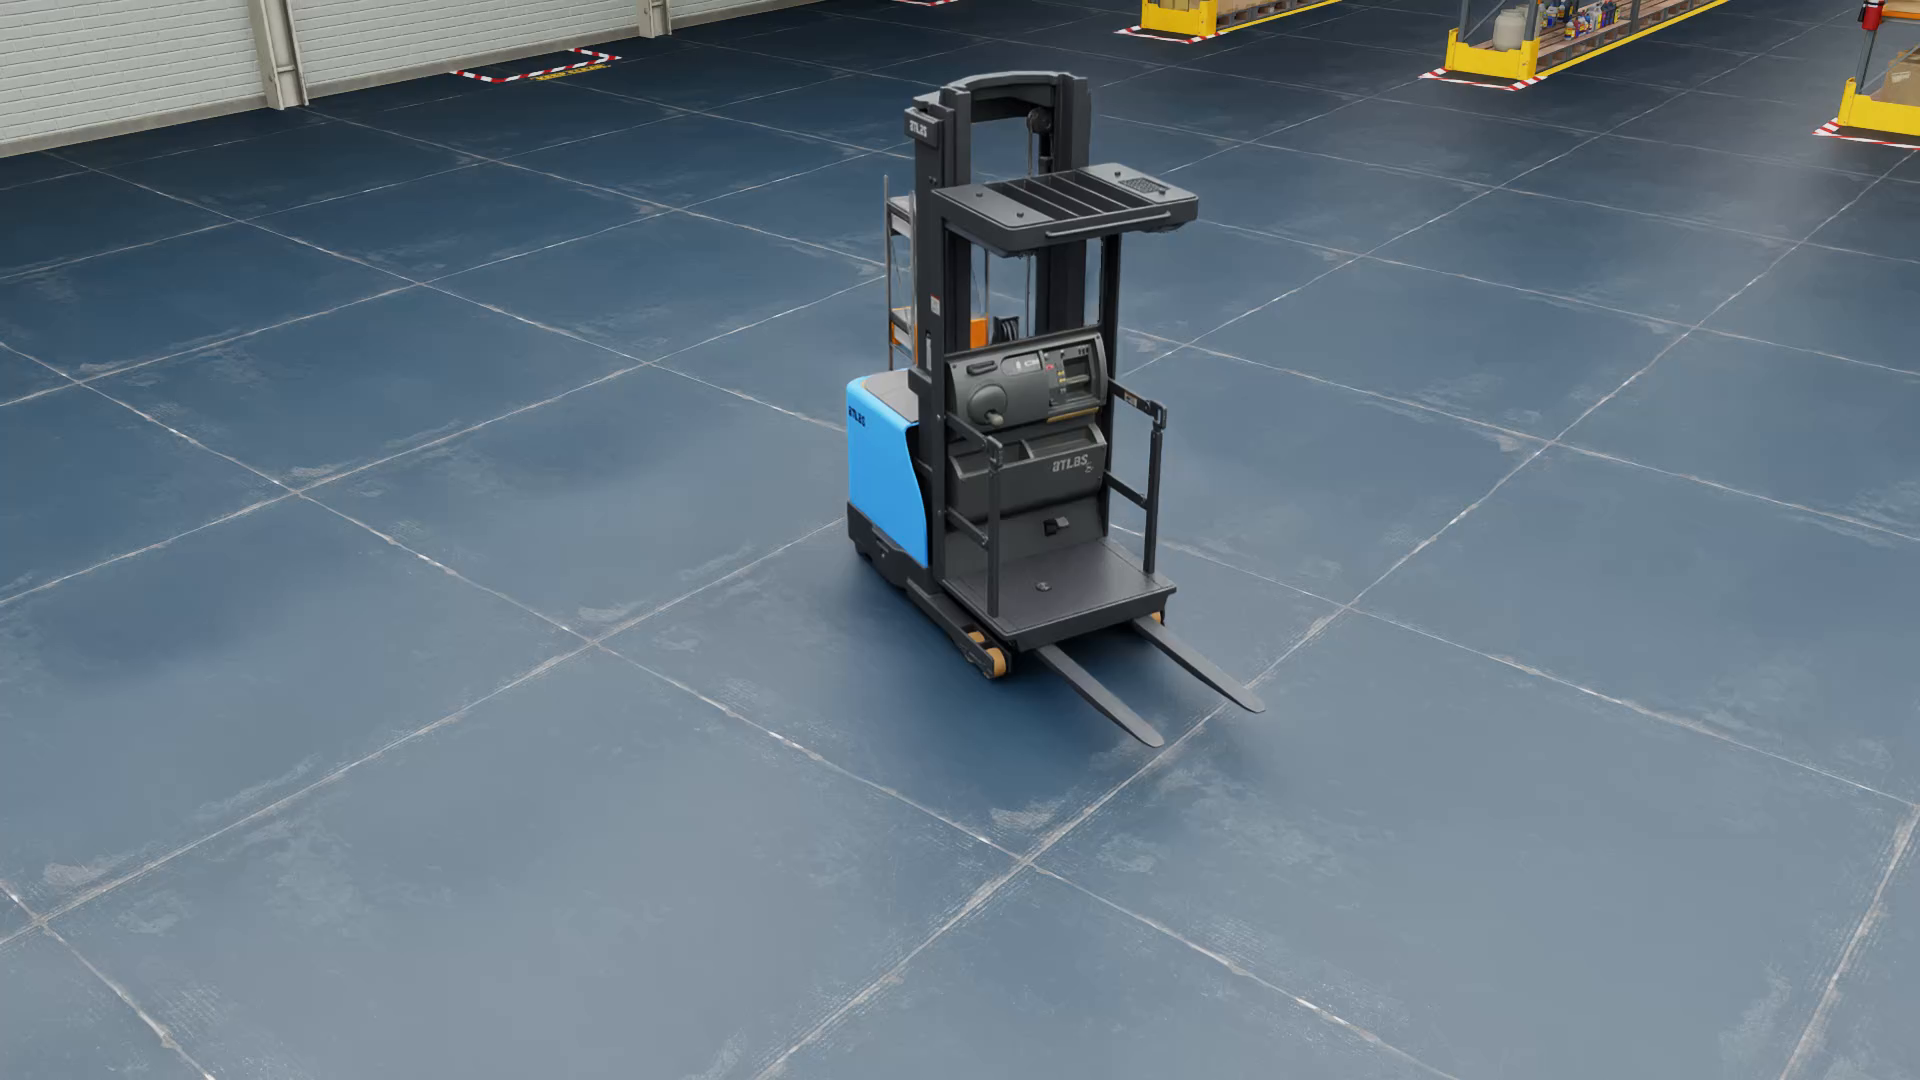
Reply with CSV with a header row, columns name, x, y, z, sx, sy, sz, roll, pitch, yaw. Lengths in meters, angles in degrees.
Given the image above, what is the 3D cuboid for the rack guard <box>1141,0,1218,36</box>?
name,x,y,z,sx,sy,sz,roll,pitch,yaw
rack guard,3.295,-7.933,25.041,1.175,0.500,0.348,21,34,34

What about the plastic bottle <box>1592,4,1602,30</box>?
name,x,y,z,sx,sy,sz,roll,pitch,yaw
plastic bottle,9.160,-7.545,23.974,0.144,0.351,0.185,21,34,34

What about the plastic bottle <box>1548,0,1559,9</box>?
name,x,y,z,sx,sy,sz,roll,pitch,yaw
plastic bottle,8.721,-7.808,24.483,0.144,0.351,0.185,19,33,32

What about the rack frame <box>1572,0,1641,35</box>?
name,x,y,z,sx,sy,sz,roll,pitch,yaw
rack frame,9.674,-9.021,24.424,1.000,3.000,0.127,21,34,34

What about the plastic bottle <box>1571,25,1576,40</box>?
name,x,y,z,sx,sy,sz,roll,pitch,yaw
plastic bottle,8.590,-7.144,23.362,0.097,0.201,0.097,0,27,0

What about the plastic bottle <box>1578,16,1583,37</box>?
name,x,y,z,sx,sy,sz,roll,pitch,yaw
plastic bottle,8.742,-7.260,23.510,0.097,0.271,0.097,0,27,0

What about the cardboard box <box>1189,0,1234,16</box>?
name,x,y,z,sx,sy,sz,roll,pitch,yaw
cardboard box,3.823,-8.142,25.261,0.500,0.250,0.500,21,34,34

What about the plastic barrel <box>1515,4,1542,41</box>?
name,x,y,z,sx,sy,sz,roll,pitch,yaw
plastic barrel,7.809,-7.118,22.995,0.421,0.512,0.421,0,27,0

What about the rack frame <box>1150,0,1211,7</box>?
name,x,y,z,sx,sy,sz,roll,pitch,yaw
rack frame,3.310,-9.052,24.483,1.000,3.000,0.127,21,34,34

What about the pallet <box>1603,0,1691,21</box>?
name,x,y,z,sx,sy,sz,roll,pitch,yaw
pallet,10.920,-8.507,26.465,1.003,0.211,1.213,21,34,34

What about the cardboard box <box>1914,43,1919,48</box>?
name,x,y,z,sx,sy,sz,roll,pitch,yaw
cardboard box,12.129,-5.887,20.628,0.500,0.500,0.500,25,36,39

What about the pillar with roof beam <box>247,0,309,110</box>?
name,x,y,z,sx,sy,sz,roll,pitch,yaw
pillar with roof beam,-5.048,-8.151,16.213,9.100,9.000,0.400,21,34,34

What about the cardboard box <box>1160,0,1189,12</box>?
name,x,y,z,sx,sy,sz,roll,pitch,yaw
cardboard box,3.423,-8.294,25.553,0.500,0.250,0.500,21,34,34

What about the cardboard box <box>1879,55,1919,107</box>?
name,x,y,z,sx,sy,sz,roll,pitch,yaw
cardboard box,11.362,-5.448,19.781,0.500,0.500,0.500,-21,34,-35

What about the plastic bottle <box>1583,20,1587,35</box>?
name,x,y,z,sx,sy,sz,roll,pitch,yaw
plastic bottle,8.869,-7.299,23.662,0.097,0.201,0.097,0,27,0

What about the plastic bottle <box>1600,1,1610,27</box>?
name,x,y,z,sx,sy,sz,roll,pitch,yaw
plastic bottle,9.365,-7.660,24.196,0.144,0.351,0.185,19,33,32

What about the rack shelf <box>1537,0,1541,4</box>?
name,x,y,z,sx,sy,sz,roll,pitch,yaw
rack shelf,8.402,-7.993,23.218,1.077,0.370,4.000,21,34,34

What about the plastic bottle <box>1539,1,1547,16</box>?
name,x,y,z,sx,sy,sz,roll,pitch,yaw
plastic bottle,8.450,-7.658,24.192,0.144,0.351,0.185,20,34,34

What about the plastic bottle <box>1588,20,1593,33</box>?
name,x,y,z,sx,sy,sz,roll,pitch,yaw
plastic bottle,8.999,-7.372,23.803,0.097,0.201,0.097,0,27,0

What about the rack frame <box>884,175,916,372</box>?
name,x,y,z,sx,sy,sz,roll,pitch,yaw
rack frame,-0.358,-1.148,10.184,0.015,2.100,0.400,-13,30,-23

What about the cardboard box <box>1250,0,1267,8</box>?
name,x,y,z,sx,sy,sz,roll,pitch,yaw
cardboard box,4.457,-8.498,25.948,0.500,0.250,0.500,21,34,34

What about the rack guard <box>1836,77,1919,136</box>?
name,x,y,z,sx,sy,sz,roll,pitch,yaw
rack guard,11.000,-5.072,19.511,1.175,0.500,0.348,21,34,34

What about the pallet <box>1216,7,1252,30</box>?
name,x,y,z,sx,sy,sz,roll,pitch,yaw
pallet,3.764,-8.097,25.672,1.003,0.211,1.213,21,34,34

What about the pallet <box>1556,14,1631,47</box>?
name,x,y,z,sx,sy,sz,roll,pitch,yaw
pallet,9.215,-7.557,24.628,1.003,0.211,1.213,21,34,34

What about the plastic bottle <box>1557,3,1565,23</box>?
name,x,y,z,sx,sy,sz,roll,pitch,yaw
plastic bottle,8.842,-7.753,24.463,0.097,0.271,0.097,0,27,0

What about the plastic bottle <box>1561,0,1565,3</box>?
name,x,y,z,sx,sy,sz,roll,pitch,yaw
plastic bottle,8.949,-7.899,24.741,0.152,0.276,0.135,22,35,36

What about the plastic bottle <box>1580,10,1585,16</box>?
name,x,y,z,sx,sy,sz,roll,pitch,yaw
plastic bottle,8.971,-7.490,23.940,0.061,0.283,0.133,21,34,34

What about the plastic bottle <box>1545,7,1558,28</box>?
name,x,y,z,sx,sy,sz,roll,pitch,yaw
plastic bottle,8.581,-7.590,24.143,0.152,0.276,0.135,21,34,34

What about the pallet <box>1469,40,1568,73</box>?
name,x,y,z,sx,sy,sz,roll,pitch,yaw
pallet,7.663,-6.692,22.956,1.003,0.211,1.213,21,34,34

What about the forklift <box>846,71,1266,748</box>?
name,x,y,z,sx,sy,sz,roll,pitch,yaw
forklift,0.474,-0.803,8.613,1.130,2.935,3.031,-14,31,-26

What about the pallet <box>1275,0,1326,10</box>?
name,x,y,z,sx,sy,sz,roll,pitch,yaw
pallet,5.316,-8.962,27.344,1.003,0.211,1.213,21,34,34

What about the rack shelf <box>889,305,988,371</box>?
name,x,y,z,sx,sy,sz,roll,pitch,yaw
rack shelf,-0.138,-1.185,10.285,0.480,0.518,0.431,-13,30,-23

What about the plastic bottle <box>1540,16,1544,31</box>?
name,x,y,z,sx,sy,sz,roll,pitch,yaw
plastic bottle,8.338,-7.436,23.925,0.097,0.201,0.097,0,27,0

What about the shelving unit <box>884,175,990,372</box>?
name,x,y,z,sx,sy,sz,roll,pitch,yaw
shelving unit,-0.138,-1.197,10.278,0.503,2.100,0.431,-13,30,-23

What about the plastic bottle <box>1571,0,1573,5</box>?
name,x,y,z,sx,sy,sz,roll,pitch,yaw
plastic bottle,9.031,-7.872,24.679,0.061,0.283,0.133,21,34,34

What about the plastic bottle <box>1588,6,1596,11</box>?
name,x,y,z,sx,sy,sz,roll,pitch,yaw
plastic bottle,9.235,-7.661,24.279,0.152,0.276,0.135,21,34,34

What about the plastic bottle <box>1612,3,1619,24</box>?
name,x,y,z,sx,sy,sz,roll,pitch,yaw
plastic bottle,9.623,-7.743,24.431,0.061,0.283,0.133,23,35,37
